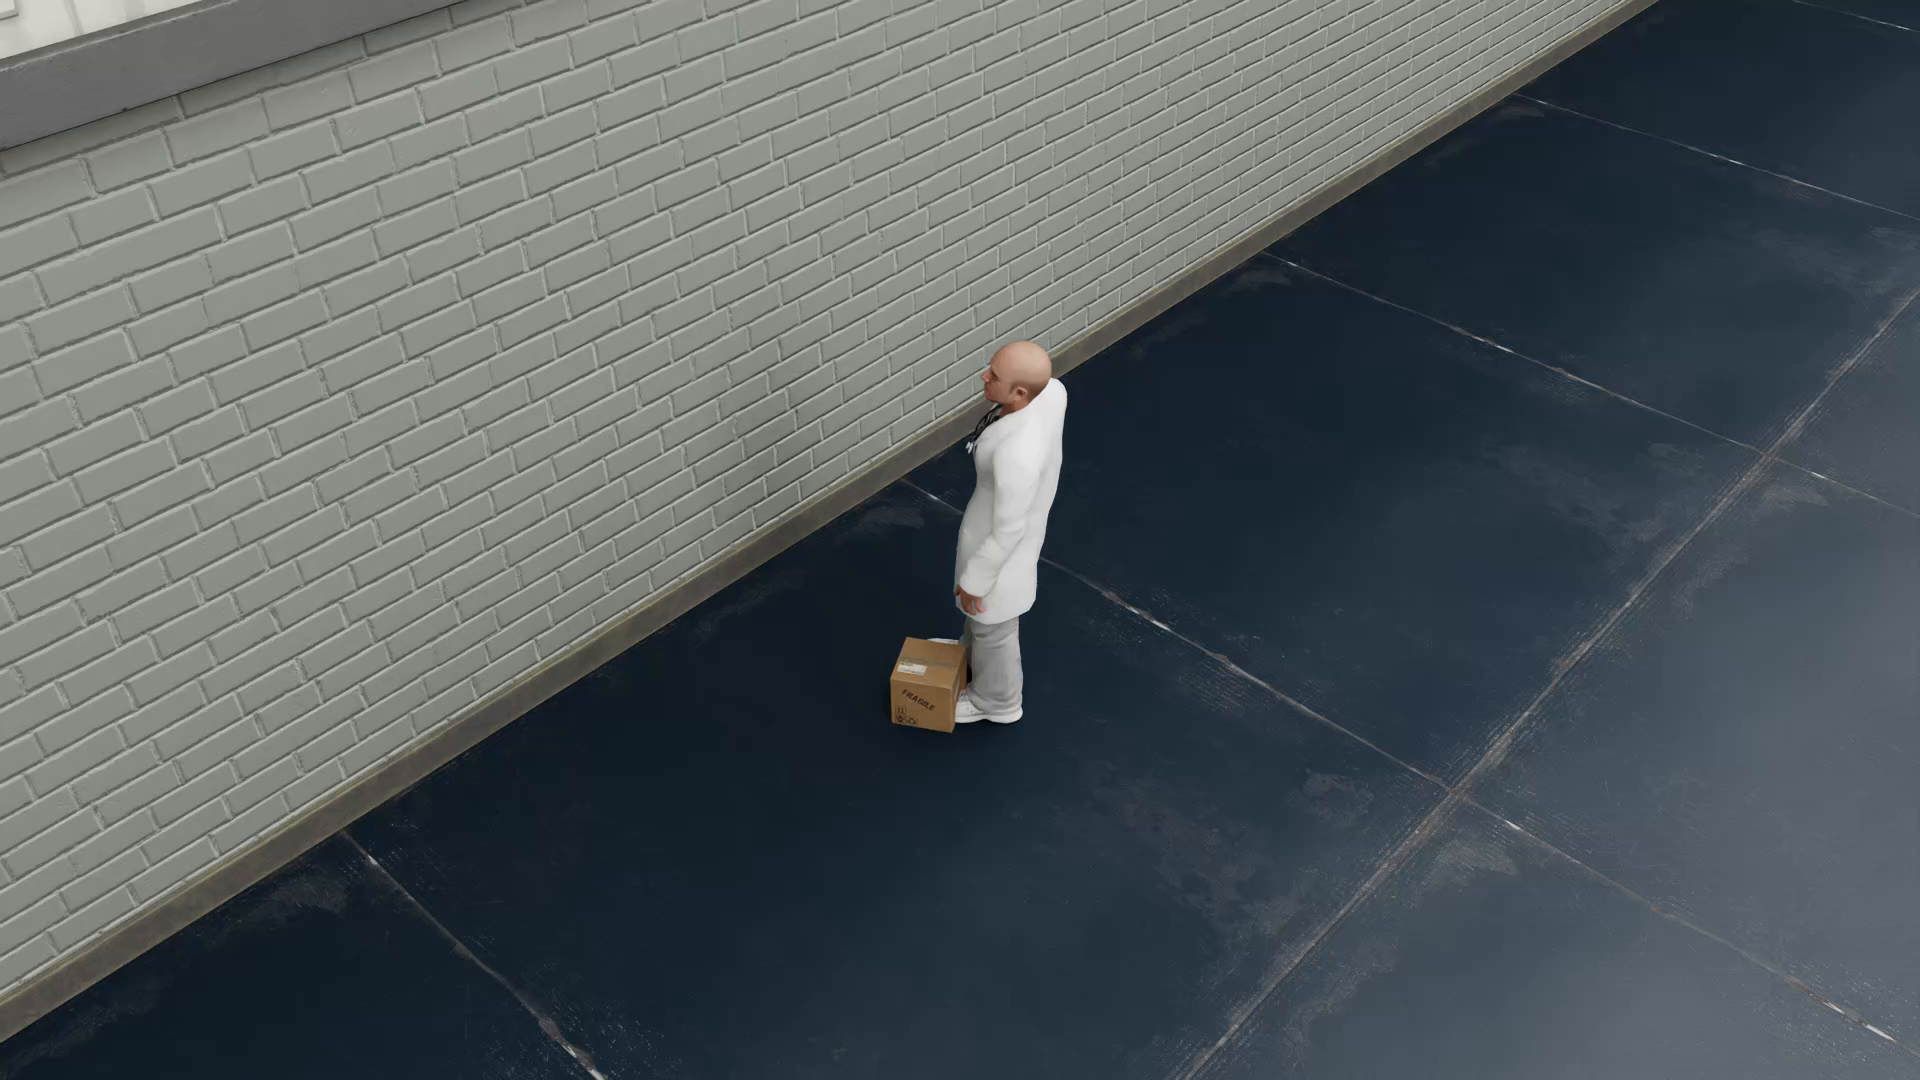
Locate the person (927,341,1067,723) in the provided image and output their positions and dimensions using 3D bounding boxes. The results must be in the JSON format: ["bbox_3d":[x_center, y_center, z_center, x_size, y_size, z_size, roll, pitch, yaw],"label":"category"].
[{"bbox_3d":[0.063,-0.012,6.167,0.582,1.776,0.694,9,40,11],"label":"person"}]
